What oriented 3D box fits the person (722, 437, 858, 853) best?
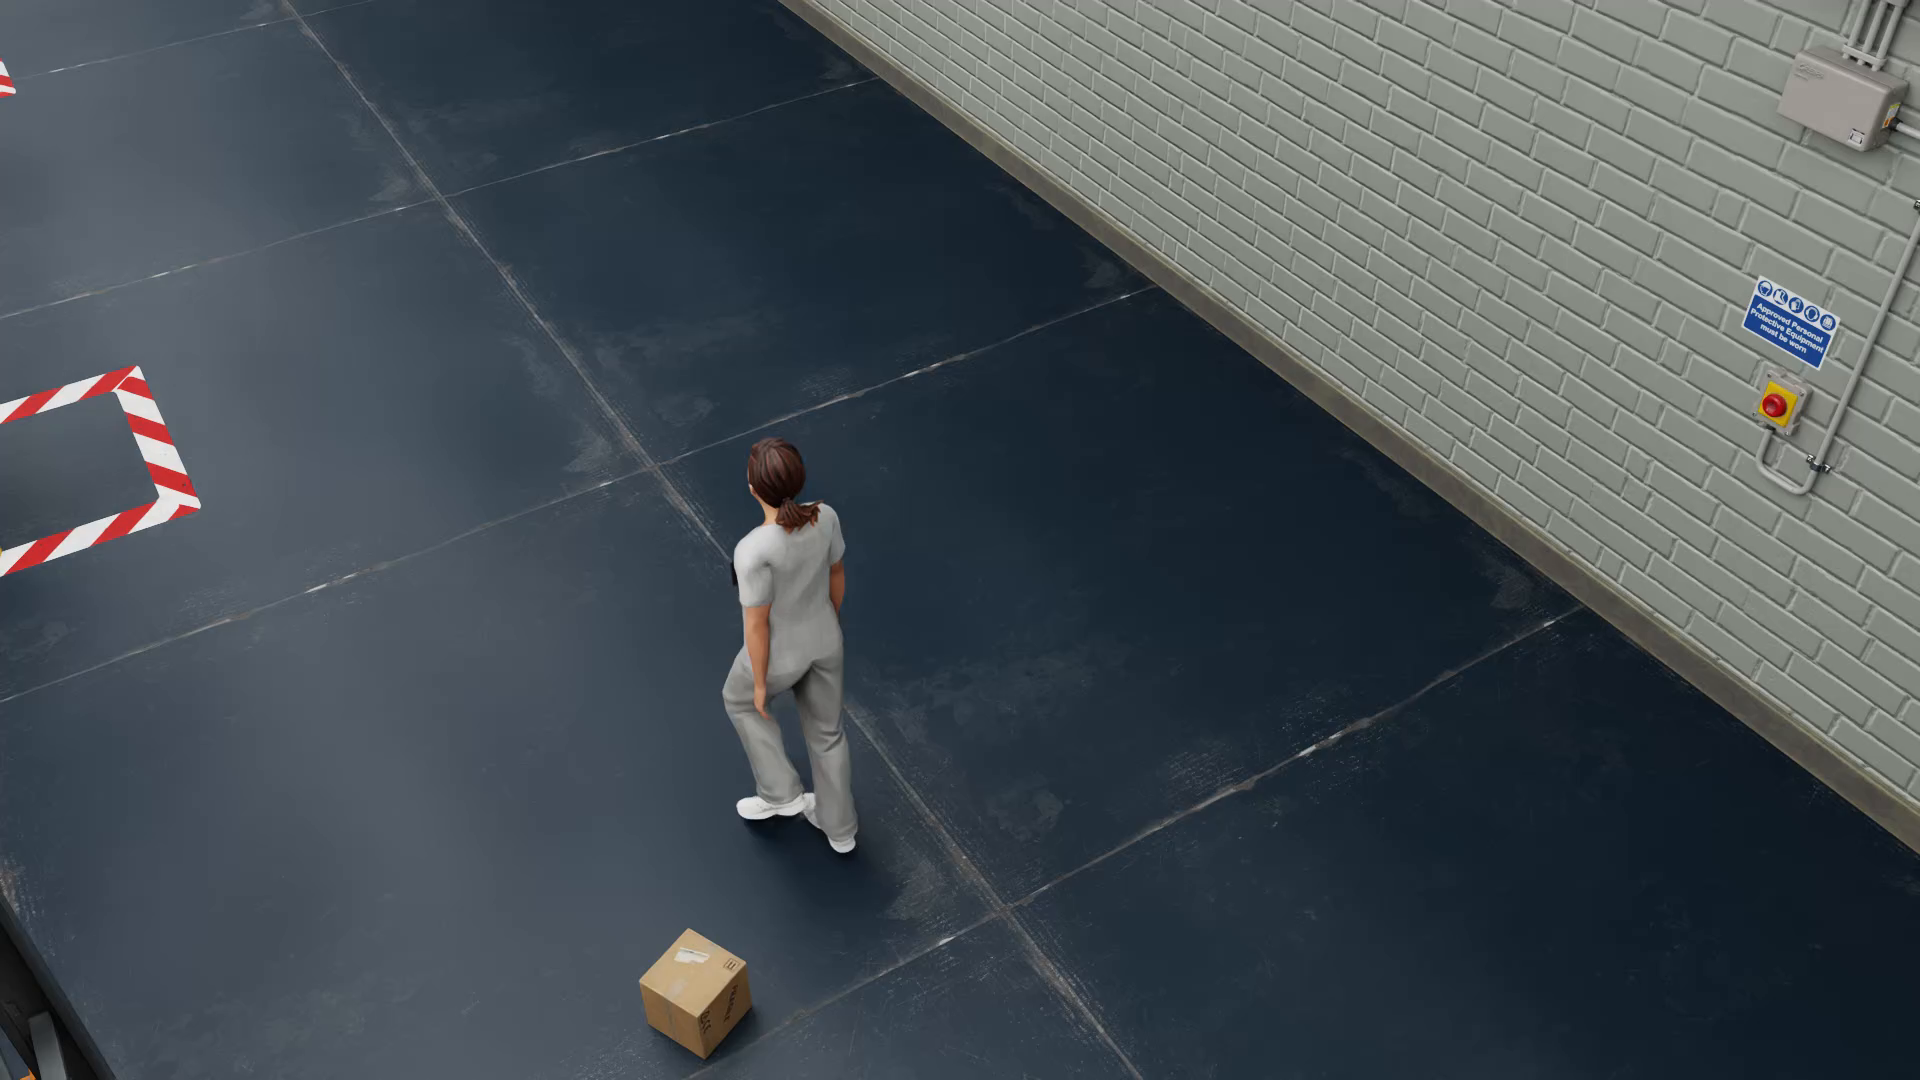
[{"bbox_3d":[-0.548,0.391,5.705,0.473,1.674,0.533,-27,48,-28],"label":"person"}]
